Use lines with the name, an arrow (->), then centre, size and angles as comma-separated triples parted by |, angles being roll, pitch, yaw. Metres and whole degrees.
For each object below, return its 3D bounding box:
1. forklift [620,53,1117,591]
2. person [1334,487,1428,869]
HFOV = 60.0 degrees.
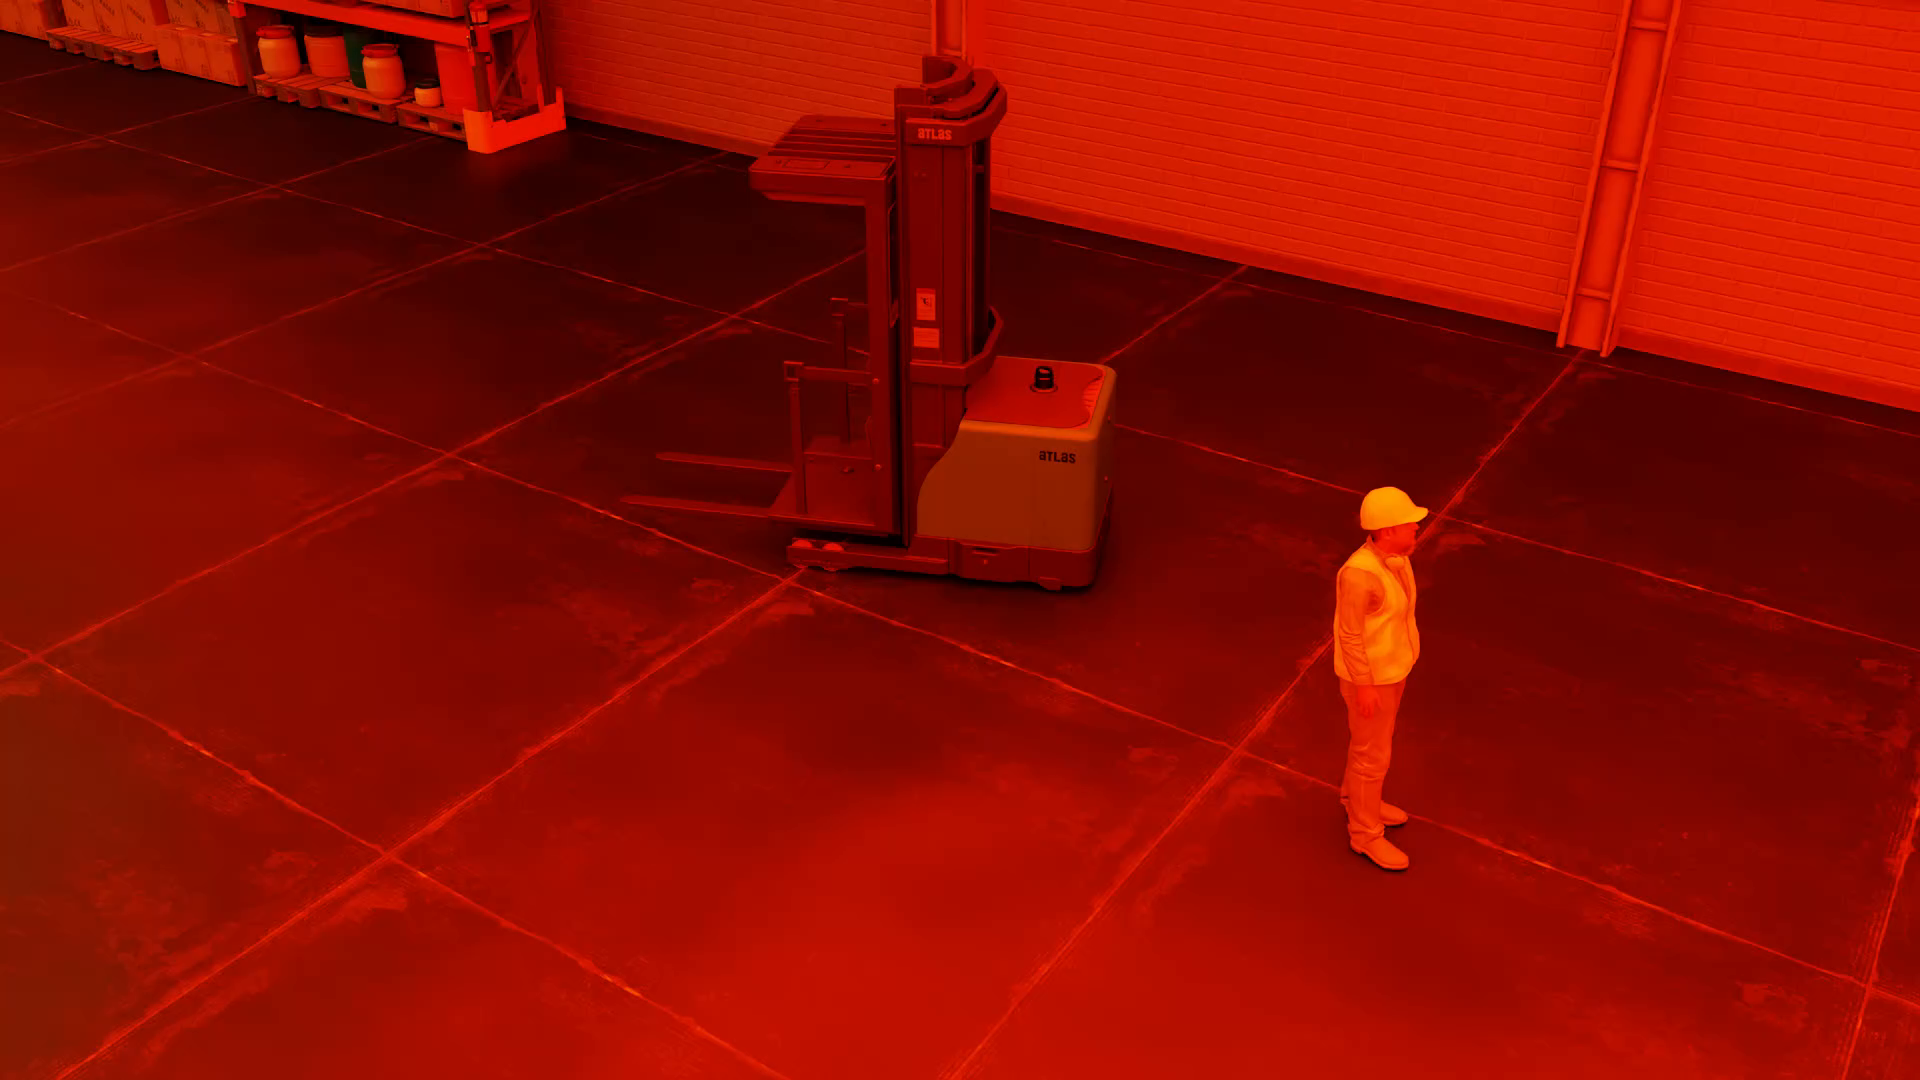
forklift -> -0.596, -1.330, 9.871 | 3.031, 2.935, 1.130 | 6, 31, 10
person -> 1.994, 0.598, 7.689 | 0.567, 1.775, 0.634 | 17, 34, 26
